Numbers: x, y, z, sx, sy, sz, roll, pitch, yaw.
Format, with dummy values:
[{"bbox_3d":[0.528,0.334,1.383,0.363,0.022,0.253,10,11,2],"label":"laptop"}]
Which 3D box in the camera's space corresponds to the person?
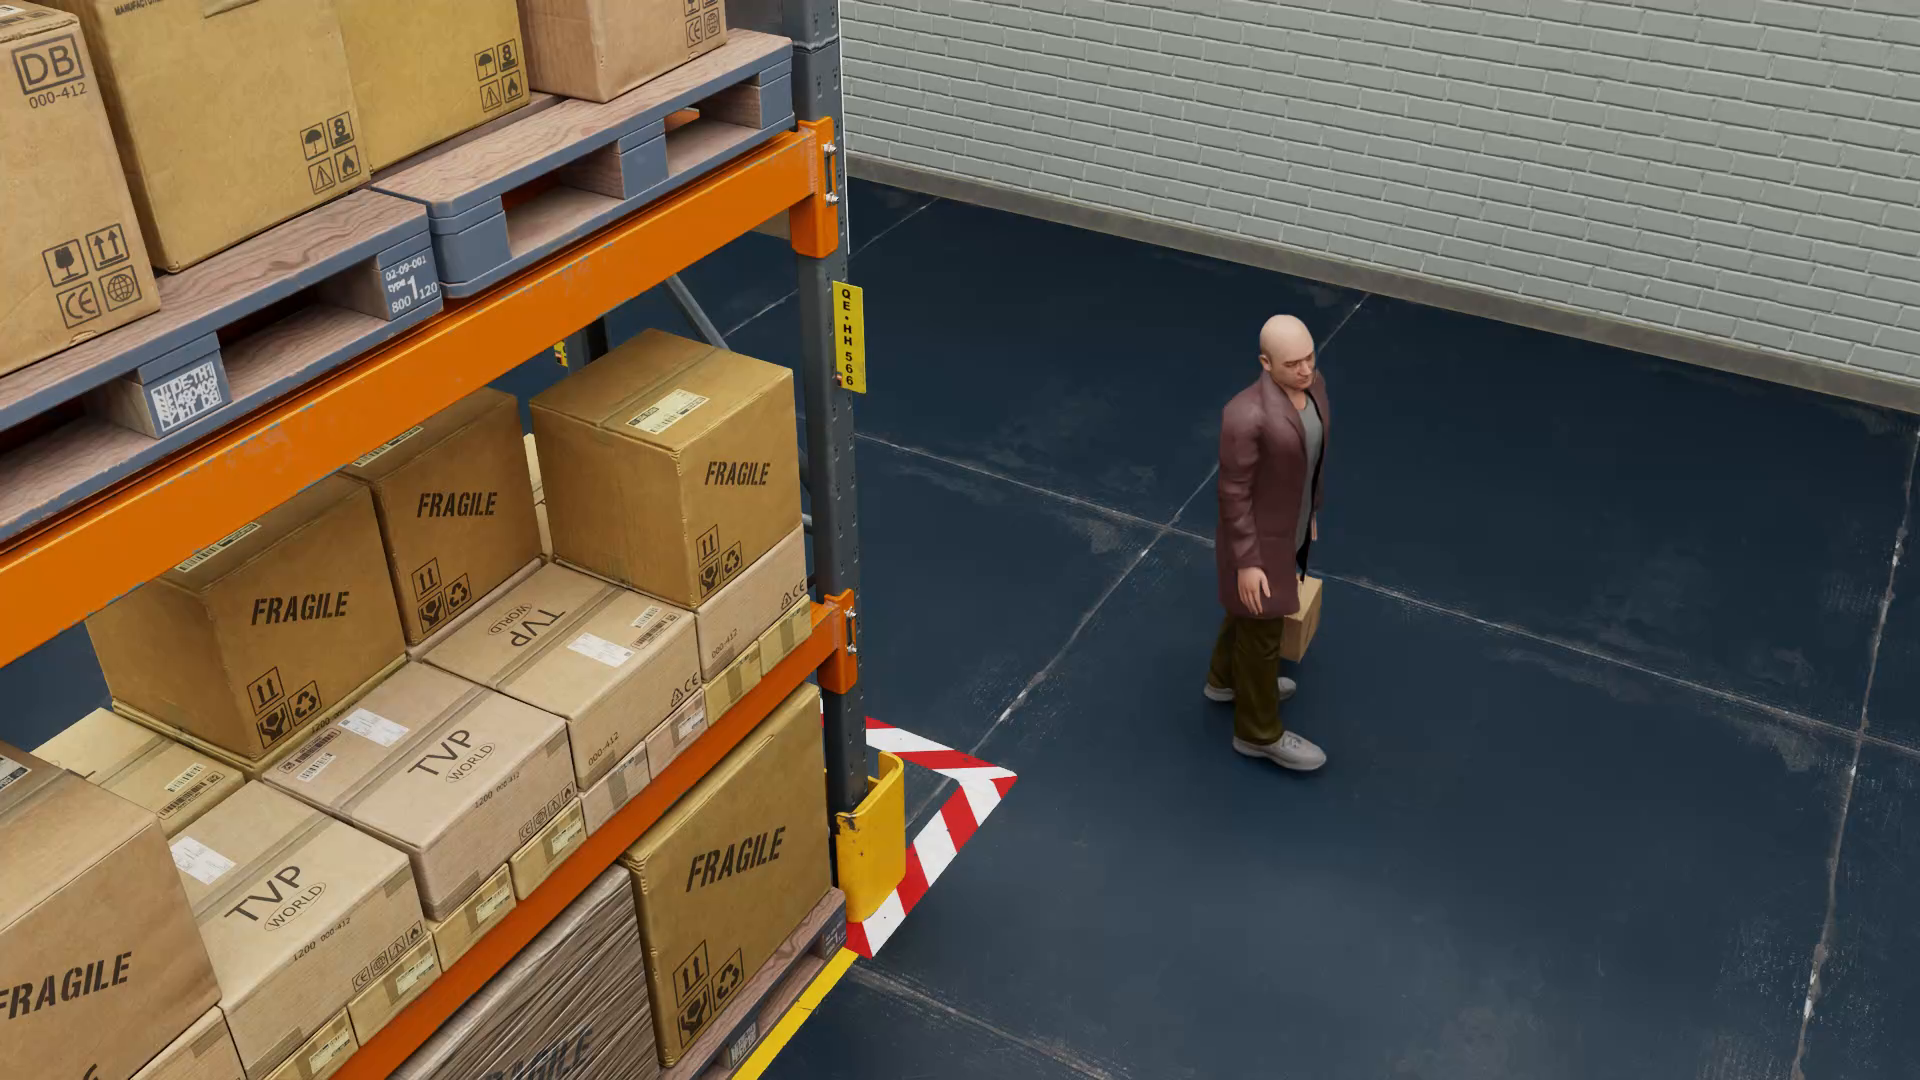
[{"bbox_3d":[1.201,0.015,6.086,0.618,1.781,0.654,21,39,29],"label":"person"}]
